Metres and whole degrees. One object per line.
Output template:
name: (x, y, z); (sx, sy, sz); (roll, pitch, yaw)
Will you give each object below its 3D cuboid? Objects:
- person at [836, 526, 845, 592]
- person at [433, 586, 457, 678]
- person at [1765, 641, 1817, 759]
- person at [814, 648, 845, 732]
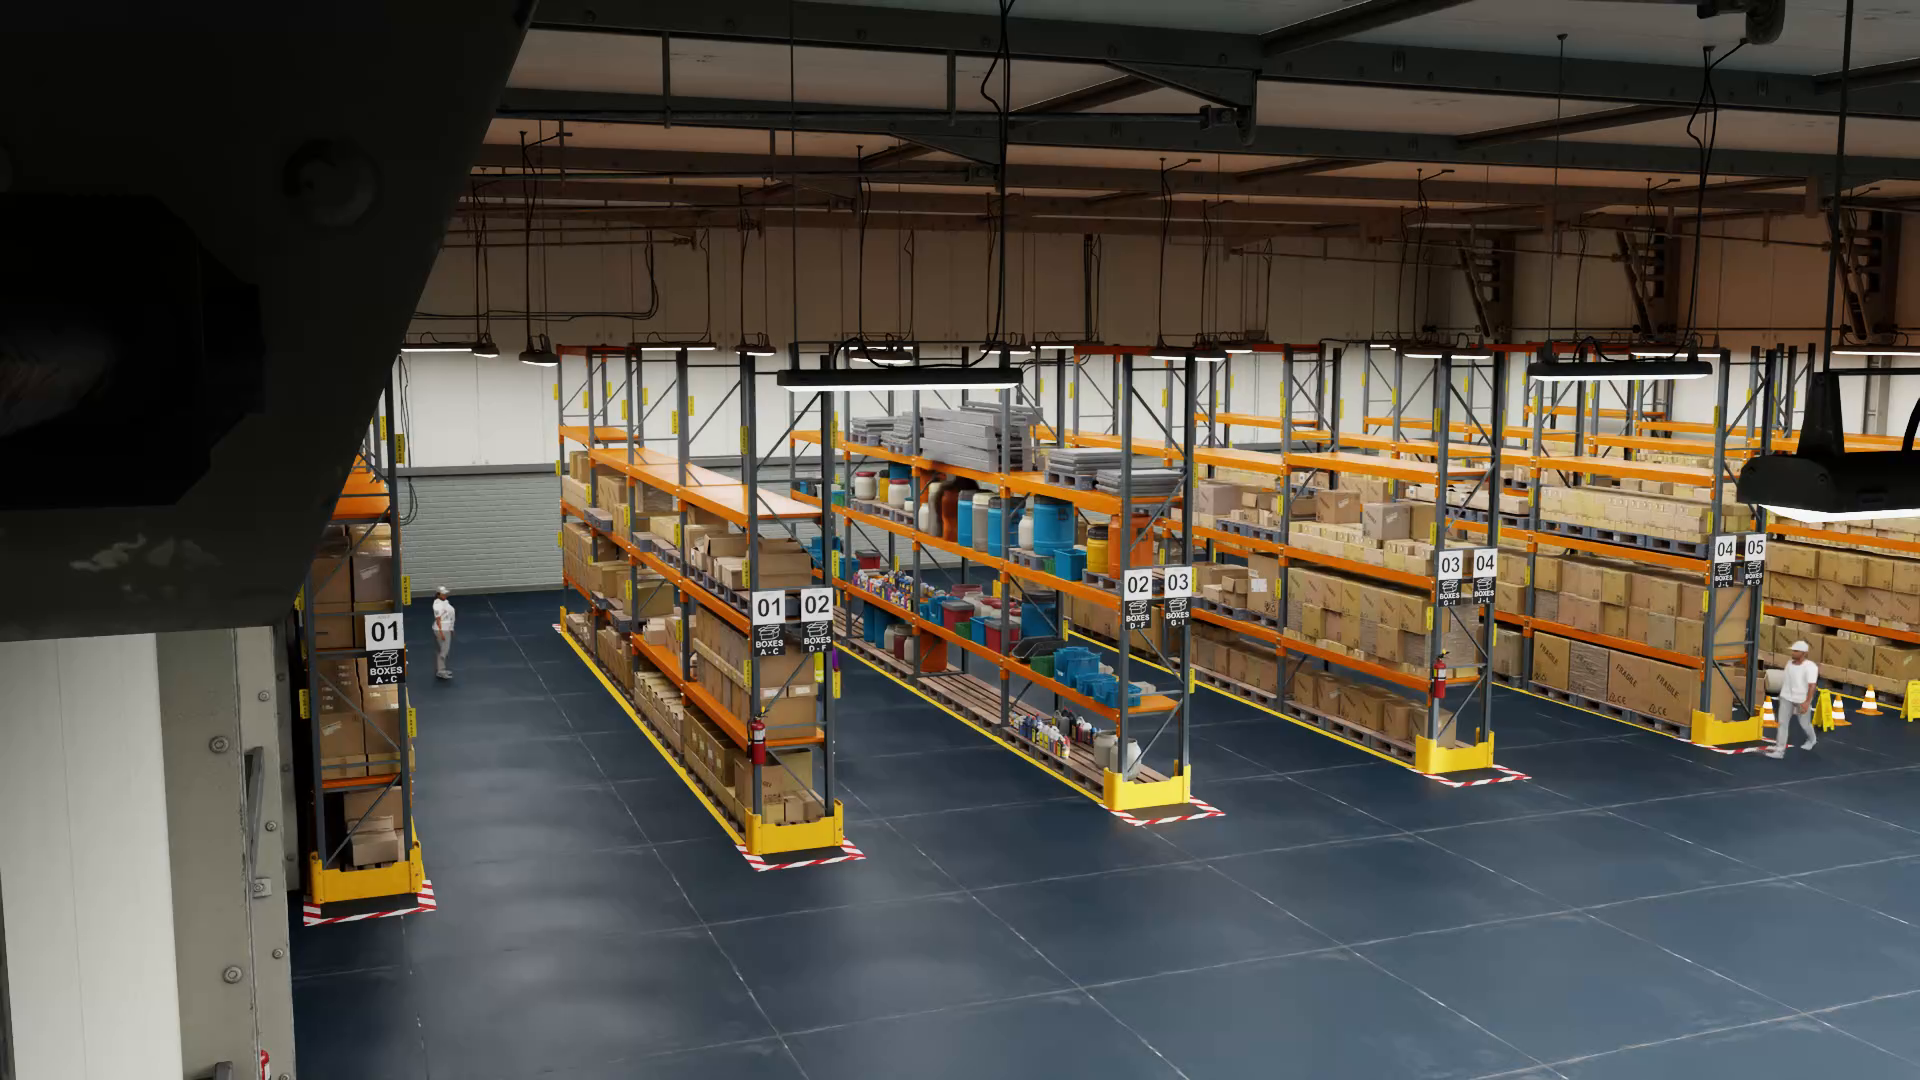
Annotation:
person: (-2.980, 0.478, 39.476); (0.553, 1.707, 0.828); (2, 7, 12)
person: (-9.389, 1.681, 30.345); (0.430, 1.695, 0.503); (-2, 8, -15)
person: (12.393, 2.358, 24.577); (1.007, 1.738, 0.522); (-7, 10, -44)
person: (-2.067, 2.175, 25.445); (0.603, 1.770, 0.478); (2, 8, 16)
